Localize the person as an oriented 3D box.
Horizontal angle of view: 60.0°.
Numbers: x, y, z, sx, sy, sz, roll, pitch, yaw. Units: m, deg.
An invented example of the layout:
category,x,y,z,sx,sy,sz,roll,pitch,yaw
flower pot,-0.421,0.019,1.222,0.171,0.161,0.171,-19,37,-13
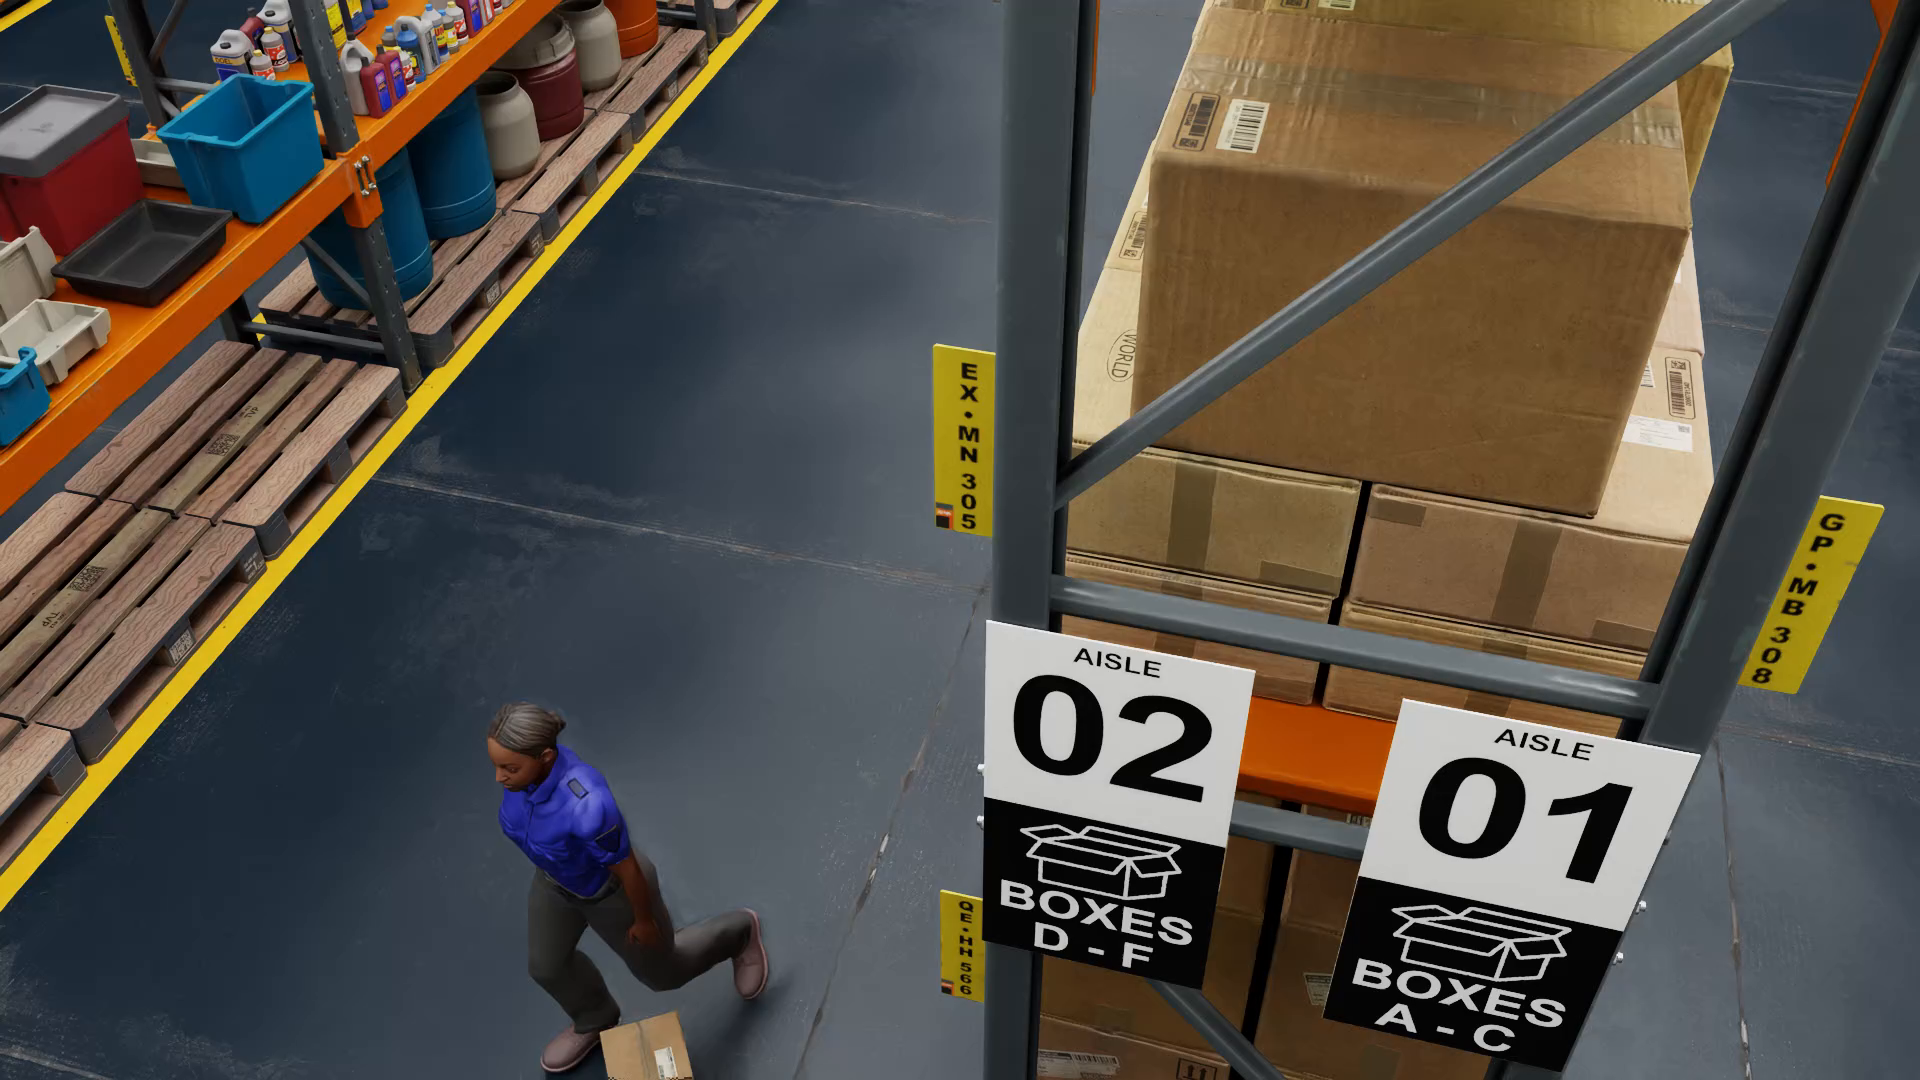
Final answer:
category,x,y,z,sx,sy,sz,roll,pitch,yaw
person,-1.008,0.979,5.048,0.506,1.611,0.786,28,49,28
